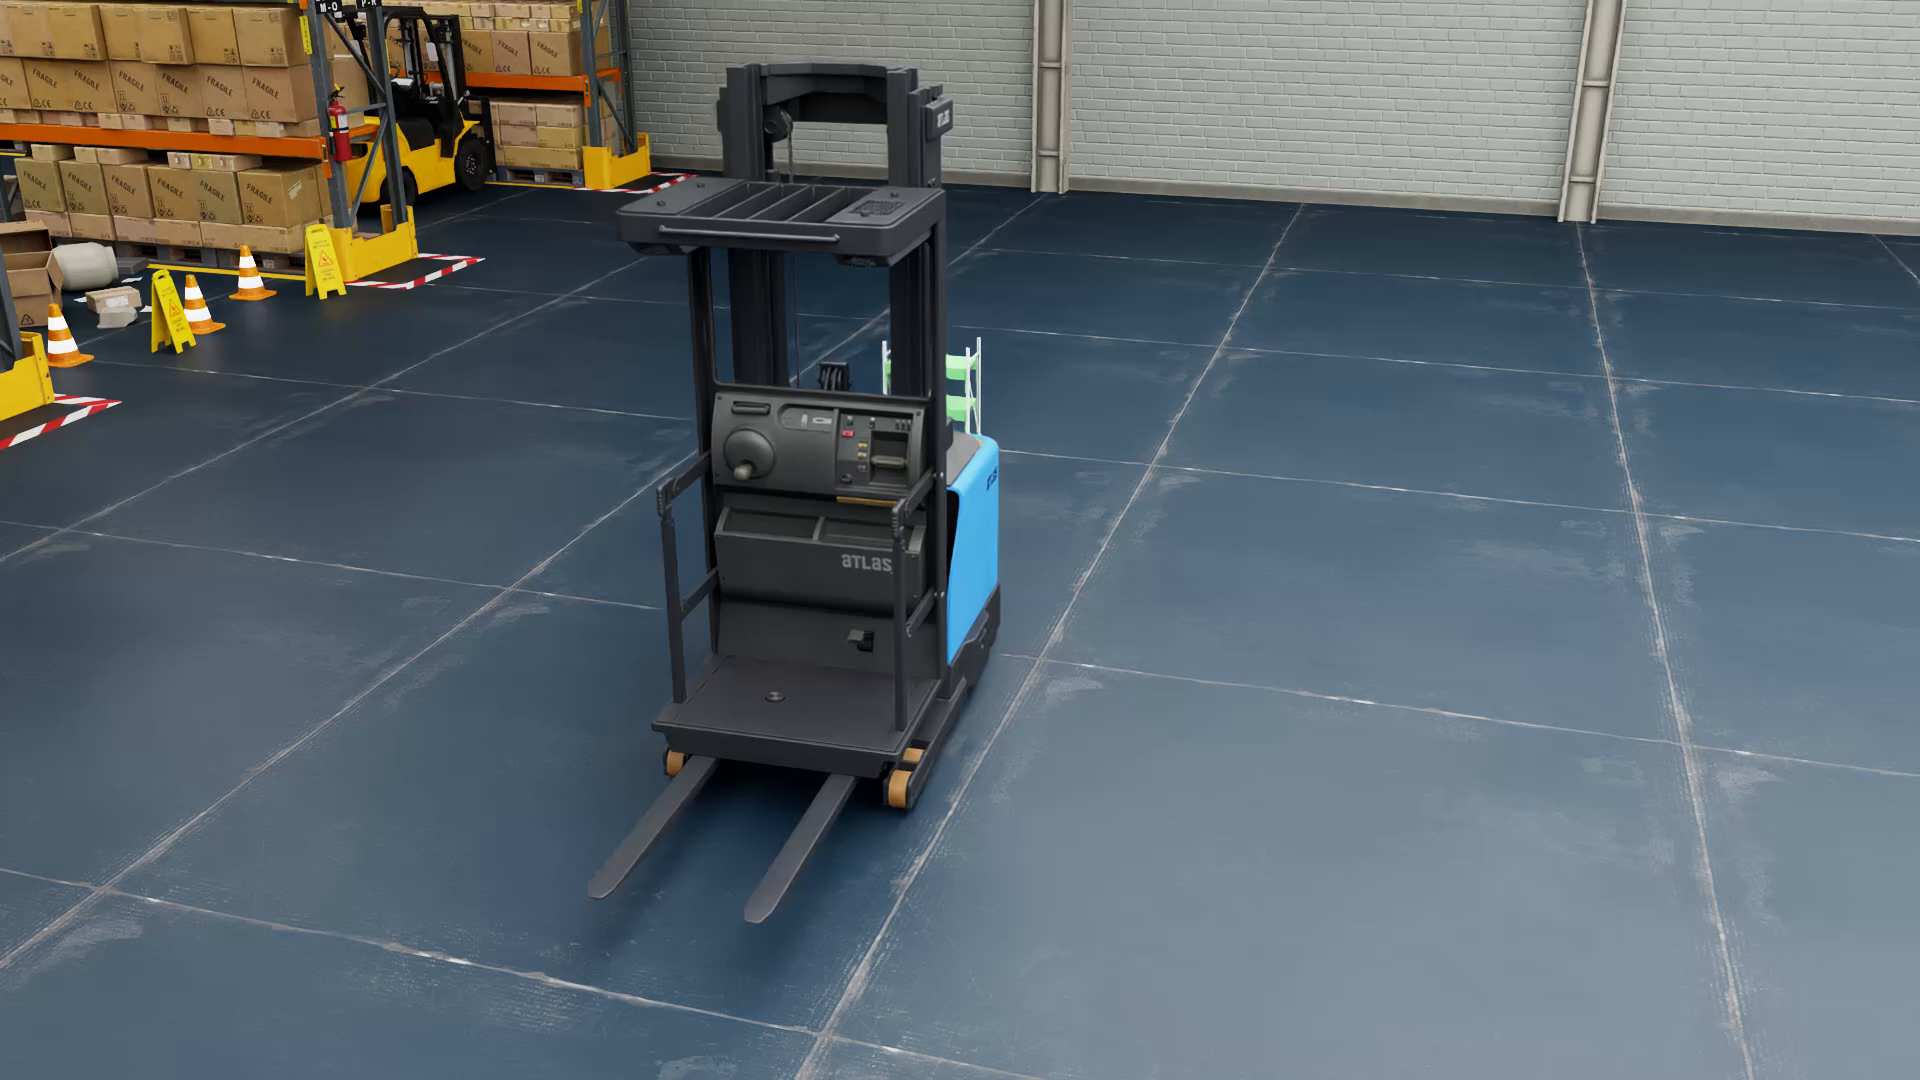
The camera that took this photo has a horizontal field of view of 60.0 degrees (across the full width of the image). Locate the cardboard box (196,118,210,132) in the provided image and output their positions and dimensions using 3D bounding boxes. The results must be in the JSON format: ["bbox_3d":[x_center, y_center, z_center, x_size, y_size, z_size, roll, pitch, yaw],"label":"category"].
[{"bbox_3d":[-7.080,-4.012,15.929,0.250,0.149,0.380,7,23,16],"label":"cardboard box"}]

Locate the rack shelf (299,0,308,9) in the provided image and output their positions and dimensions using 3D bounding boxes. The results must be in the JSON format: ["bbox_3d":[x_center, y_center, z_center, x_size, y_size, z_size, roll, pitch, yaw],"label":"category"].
[{"bbox_3d":[-7.601,-5.319,15.781,4.000,0.370,1.077,7,23,16],"label":"rack shelf"}]

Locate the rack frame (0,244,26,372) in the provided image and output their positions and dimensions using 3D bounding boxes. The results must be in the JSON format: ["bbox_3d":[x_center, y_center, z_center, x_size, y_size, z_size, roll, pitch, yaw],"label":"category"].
[{"bbox_3d":[-7.020,-2.236,11.268,0.127,3.000,1.000,7,23,16],"label":"rack frame"}]

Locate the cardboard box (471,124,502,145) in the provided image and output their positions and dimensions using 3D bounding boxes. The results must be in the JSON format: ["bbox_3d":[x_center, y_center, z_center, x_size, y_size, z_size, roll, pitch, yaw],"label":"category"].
[{"bbox_3d":[-5.790,-5.050,20.540,0.500,0.250,0.500,6,23,14],"label":"cardboard box"}]

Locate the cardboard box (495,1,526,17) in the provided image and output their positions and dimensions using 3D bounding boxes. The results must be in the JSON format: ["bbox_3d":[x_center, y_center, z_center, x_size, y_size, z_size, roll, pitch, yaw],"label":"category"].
[{"bbox_3d":[-5.380,-6.385,20.004,0.250,0.149,0.380,7,23,16],"label":"cardboard box"}]

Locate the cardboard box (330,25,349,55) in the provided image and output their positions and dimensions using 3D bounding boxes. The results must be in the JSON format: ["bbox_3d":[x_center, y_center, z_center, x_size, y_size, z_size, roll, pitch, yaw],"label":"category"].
[{"bbox_3d":[-7.736,-6.190,20.777,0.500,0.500,0.500,6,23,14],"label":"cardboard box"}]

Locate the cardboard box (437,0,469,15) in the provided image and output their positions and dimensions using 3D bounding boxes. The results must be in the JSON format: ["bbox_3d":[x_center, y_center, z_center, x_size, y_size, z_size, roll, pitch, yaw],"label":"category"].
[{"bbox_3d":[-6.130,-6.462,20.192,0.250,0.149,0.380,7,23,16],"label":"cardboard box"}]

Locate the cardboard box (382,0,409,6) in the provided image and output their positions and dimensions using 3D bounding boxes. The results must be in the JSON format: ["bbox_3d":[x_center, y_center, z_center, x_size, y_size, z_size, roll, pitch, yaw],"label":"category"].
[{"bbox_3d":[-6.870,-6.524,20.344,0.250,0.149,0.380,6,23,15],"label":"cardboard box"}]

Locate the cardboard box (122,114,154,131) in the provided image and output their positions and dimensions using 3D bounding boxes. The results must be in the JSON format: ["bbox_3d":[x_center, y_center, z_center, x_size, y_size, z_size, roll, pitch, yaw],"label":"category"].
[{"bbox_3d":[-7.836,-4.055,16.035,0.250,0.149,0.380,6,23,15],"label":"cardboard box"}]

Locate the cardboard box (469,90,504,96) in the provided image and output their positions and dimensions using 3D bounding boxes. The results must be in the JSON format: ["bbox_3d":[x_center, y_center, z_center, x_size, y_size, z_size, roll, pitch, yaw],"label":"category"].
[{"bbox_3d":[-6.105,-5.526,21.042,0.500,0.250,0.500,6,23,14],"label":"cardboard box"}]

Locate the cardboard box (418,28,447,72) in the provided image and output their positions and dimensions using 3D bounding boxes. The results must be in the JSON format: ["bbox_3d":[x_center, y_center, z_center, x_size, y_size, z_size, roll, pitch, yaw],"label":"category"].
[{"bbox_3d":[-6.272,-6.021,20.365,0.500,0.500,0.500,7,23,16],"label":"cardboard box"}]

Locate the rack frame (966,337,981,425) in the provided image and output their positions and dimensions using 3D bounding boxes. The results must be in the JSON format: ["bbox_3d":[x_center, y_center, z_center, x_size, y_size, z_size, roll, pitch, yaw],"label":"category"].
[{"bbox_3d":[0.075,-0.547,9.521,0.015,1.200,0.240,7,23,16],"label":"rack frame"}]

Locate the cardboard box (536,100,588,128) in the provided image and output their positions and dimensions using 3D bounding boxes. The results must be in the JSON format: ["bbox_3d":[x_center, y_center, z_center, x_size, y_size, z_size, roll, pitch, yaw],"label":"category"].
[{"bbox_3d":[-4.787,-5.171,20.176,0.500,0.250,0.500,7,23,17],"label":"cardboard box"}]

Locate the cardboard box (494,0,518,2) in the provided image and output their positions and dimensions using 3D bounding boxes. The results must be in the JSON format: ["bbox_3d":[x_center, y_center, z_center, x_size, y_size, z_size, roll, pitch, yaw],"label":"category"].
[{"bbox_3d":[-5.506,-6.565,20.443,0.250,0.149,0.380,7,23,17],"label":"cardboard box"}]

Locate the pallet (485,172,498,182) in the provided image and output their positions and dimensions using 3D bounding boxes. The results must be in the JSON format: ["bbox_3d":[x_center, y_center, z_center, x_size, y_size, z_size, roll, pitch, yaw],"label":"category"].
[{"bbox_3d":[-6.165,-4.762,21.101,1.213,0.211,1.003,7,23,15],"label":"pallet"}]

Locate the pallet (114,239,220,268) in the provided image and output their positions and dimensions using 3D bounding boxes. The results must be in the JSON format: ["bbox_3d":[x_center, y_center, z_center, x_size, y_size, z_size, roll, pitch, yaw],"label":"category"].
[{"bbox_3d":[-7.691,-3.000,16.805,1.213,0.211,1.003,7,23,16],"label":"pallet"}]

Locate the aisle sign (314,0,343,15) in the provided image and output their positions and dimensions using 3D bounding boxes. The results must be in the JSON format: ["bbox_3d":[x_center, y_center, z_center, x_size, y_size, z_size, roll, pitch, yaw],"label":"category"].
[{"bbox_3d":[-5.711,-5.136,14.913,0.004,0.787,0.394,7,23,16],"label":"aisle sign"}]

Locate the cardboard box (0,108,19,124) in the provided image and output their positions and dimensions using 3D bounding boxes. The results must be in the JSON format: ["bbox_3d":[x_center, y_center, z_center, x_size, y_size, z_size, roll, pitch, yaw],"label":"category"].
[{"bbox_3d":[-9.307,-4.216,16.428,0.250,0.149,0.380,6,23,15],"label":"cardboard box"}]

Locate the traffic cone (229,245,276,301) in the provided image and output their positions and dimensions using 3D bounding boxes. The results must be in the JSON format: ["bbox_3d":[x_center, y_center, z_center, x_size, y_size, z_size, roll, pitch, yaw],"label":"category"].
[{"bbox_3d":[-6.471,-2.450,15.133,0.334,0.463,0.336,7,23,16],"label":"traffic cone"}]

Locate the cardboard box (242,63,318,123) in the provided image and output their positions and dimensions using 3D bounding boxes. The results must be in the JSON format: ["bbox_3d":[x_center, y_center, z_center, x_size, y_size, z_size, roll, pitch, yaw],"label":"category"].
[{"bbox_3d":[-6.286,-4.189,15.505,0.500,0.500,0.500,6,23,15],"label":"cardboard box"}]

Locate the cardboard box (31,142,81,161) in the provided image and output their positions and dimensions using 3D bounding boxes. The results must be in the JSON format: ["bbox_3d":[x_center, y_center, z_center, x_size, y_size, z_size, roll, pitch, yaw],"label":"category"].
[{"bbox_3d":[-8.927,-3.855,16.442,0.250,0.149,0.380,7,23,16],"label":"cardboard box"}]

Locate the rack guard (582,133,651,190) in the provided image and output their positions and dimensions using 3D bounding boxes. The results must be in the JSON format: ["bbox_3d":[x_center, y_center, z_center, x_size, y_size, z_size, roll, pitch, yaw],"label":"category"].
[{"bbox_3d":[-4.233,-4.690,20.545,0.348,0.500,1.175,7,23,16],"label":"rack guard"}]

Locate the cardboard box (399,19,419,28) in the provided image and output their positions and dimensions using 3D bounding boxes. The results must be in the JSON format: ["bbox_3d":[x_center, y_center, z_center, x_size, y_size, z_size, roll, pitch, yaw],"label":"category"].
[{"bbox_3d":[-6.639,-6.353,20.318,0.250,0.149,0.380,6,23,14],"label":"cardboard box"}]

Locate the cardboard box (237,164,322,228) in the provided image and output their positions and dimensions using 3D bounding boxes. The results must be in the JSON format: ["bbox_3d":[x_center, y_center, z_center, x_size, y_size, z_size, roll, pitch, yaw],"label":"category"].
[{"bbox_3d":[-6.529,-3.307,15.962,0.500,0.500,0.500,7,23,16],"label":"cardboard box"}]

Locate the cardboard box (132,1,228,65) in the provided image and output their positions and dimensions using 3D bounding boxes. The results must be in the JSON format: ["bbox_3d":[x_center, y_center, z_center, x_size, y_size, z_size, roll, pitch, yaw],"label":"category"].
[{"bbox_3d":[-7.239,-4.745,15.544,0.500,0.500,0.700,6,23,15],"label":"cardboard box"}]

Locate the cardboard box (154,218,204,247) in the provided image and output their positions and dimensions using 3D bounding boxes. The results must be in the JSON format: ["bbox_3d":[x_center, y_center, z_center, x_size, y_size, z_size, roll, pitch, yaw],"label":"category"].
[{"bbox_3d":[-7.534,-3.073,16.380,0.500,0.250,0.500,6,23,14],"label":"cardboard box"}]

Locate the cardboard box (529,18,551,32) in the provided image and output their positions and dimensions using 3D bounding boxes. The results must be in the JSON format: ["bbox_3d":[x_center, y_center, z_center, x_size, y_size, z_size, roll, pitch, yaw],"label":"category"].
[{"bbox_3d":[-4.922,-6.149,19.821,0.250,0.149,0.380,7,23,16],"label":"cardboard box"}]

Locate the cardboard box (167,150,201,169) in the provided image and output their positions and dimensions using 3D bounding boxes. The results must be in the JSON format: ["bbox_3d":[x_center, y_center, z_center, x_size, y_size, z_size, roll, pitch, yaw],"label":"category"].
[{"bbox_3d":[-7.391,-3.682,16.020,0.250,0.149,0.380,8,23,18],"label":"cardboard box"}]

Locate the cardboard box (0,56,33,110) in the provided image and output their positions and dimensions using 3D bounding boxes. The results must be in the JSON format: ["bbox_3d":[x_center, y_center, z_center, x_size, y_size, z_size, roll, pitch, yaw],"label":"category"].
[{"bbox_3d":[-9.175,-4.518,16.308,0.500,0.500,0.500,6,23,15],"label":"cardboard box"}]

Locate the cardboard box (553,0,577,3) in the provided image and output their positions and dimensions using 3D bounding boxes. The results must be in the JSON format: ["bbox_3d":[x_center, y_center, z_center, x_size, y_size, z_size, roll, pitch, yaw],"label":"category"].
[{"bbox_3d":[-4.752,-6.499,20.284,0.250,0.149,0.380,7,23,17],"label":"cardboard box"}]

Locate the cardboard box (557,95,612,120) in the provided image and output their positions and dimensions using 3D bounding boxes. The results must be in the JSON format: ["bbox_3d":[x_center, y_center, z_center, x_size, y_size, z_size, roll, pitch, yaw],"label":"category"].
[{"bbox_3d":[-4.662,-5.355,20.625,0.500,0.250,0.500,6,23,15],"label":"cardboard box"}]

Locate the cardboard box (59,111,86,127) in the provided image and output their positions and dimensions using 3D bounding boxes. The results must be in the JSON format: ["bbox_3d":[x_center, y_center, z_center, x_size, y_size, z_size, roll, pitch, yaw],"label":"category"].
[{"bbox_3d":[-8.560,-4.150,16.265,0.250,0.149,0.380,7,23,17],"label":"cardboard box"}]

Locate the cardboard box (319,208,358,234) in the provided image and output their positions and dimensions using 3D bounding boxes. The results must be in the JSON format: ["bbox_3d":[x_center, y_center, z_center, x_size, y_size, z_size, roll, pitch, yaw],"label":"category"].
[{"bbox_3d":[-6.379,-3.156,16.582,0.500,0.250,0.500,6,23,15],"label":"cardboard box"}]

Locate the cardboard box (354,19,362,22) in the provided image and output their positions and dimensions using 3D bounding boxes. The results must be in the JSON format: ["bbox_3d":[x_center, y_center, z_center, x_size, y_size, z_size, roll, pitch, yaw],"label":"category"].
[{"bbox_3d":[-7.351,-6.457,20.573,0.250,0.149,0.380,6,23,15],"label":"cardboard box"}]

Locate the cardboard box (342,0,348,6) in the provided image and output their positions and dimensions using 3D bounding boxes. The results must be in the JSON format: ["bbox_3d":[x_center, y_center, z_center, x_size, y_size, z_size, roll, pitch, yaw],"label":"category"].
[{"bbox_3d":[-7.585,-6.639,20.625,0.250,0.149,0.380,7,23,16],"label":"cardboard box"}]

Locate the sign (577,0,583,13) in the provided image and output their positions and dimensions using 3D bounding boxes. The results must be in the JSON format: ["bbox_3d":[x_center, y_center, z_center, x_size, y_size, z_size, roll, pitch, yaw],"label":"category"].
[{"bbox_3d":[-4.426,-6.299,19.335,0.005,0.325,0.100,7,23,16],"label":"sign"}]

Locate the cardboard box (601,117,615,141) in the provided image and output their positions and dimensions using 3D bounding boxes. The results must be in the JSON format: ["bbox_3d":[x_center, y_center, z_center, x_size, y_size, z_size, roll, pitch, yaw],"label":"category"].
[{"bbox_3d":[-4.646,-5.130,20.734,0.500,0.250,0.500,7,23,16],"label":"cardboard box"}]

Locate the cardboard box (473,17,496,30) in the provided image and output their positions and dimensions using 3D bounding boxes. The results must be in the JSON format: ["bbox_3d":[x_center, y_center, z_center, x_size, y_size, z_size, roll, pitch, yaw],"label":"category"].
[{"bbox_3d":[-5.656,-6.243,20.051,0.250,0.149,0.380,6,23,14],"label":"cardboard box"}]

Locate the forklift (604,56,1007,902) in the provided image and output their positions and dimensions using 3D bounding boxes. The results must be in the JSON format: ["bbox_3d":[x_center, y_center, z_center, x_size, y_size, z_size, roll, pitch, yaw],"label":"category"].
[{"bbox_3d":[-0.622,-0.435,6.968,1.130,2.935,3.031,6,23,13],"label":"forklift"}]

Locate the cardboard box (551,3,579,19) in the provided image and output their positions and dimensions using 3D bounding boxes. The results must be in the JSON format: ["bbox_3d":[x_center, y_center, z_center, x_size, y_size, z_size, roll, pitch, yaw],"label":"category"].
[{"bbox_3d":[-4.660,-6.296,19.787,0.250,0.149,0.380,7,23,16],"label":"cardboard box"}]

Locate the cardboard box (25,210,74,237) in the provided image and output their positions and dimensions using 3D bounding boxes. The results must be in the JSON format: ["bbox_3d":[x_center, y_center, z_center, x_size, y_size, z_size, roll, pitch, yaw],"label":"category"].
[{"bbox_3d":[-9.029,-3.243,16.794,0.500,0.250,0.500,5,23,13],"label":"cardboard box"}]

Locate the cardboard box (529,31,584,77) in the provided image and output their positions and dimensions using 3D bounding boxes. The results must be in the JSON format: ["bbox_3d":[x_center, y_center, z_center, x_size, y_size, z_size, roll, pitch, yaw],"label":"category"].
[{"bbox_3d":[-4.803,-5.854,19.957,0.500,0.500,0.500,6,23,14],"label":"cardboard box"}]

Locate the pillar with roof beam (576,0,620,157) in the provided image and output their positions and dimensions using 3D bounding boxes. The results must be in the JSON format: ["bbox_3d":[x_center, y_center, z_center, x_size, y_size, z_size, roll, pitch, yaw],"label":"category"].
[{"bbox_3d":[-5.906,-7.464,16.110,0.400,9.000,9.100,7,23,16],"label":"pillar with roof beam"}]

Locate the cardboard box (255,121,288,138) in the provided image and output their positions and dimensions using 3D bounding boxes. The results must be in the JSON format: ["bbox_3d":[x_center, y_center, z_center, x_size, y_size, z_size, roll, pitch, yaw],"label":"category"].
[{"bbox_3d":[-6.381,-3.880,15.607,0.250,0.149,0.380,6,23,15],"label":"cardboard box"}]

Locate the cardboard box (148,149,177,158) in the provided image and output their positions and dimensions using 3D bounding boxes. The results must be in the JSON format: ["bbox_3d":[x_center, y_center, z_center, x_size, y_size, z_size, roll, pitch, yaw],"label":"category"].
[{"bbox_3d":[-7.896,-3.675,16.858,0.500,0.500,0.500,8,24,18],"label":"cardboard box"}]

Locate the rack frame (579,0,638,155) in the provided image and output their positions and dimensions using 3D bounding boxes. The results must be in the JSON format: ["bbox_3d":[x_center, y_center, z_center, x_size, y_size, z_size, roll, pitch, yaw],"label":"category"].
[{"bbox_3d":[-4.256,-5.849,20.077,0.127,3.000,1.000,7,23,16],"label":"rack frame"}]

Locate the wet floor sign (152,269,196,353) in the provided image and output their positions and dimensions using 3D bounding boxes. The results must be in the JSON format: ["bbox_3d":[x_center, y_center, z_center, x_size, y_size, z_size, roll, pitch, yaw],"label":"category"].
[{"bbox_3d":[-6.420,-1.863,13.461,0.232,0.644,0.267,3,22,6],"label":"wet floor sign"}]

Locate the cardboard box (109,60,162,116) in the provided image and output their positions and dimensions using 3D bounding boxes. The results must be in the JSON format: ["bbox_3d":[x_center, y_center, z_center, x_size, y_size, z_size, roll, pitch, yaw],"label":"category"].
[{"bbox_3d":[-7.721,-4.364,15.932,0.500,0.500,0.500,7,23,16],"label":"cardboard box"}]

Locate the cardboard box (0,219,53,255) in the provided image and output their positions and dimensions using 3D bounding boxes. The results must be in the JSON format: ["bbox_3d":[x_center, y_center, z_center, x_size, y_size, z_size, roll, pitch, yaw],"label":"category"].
[{"bbox_3d":[-8.883,-2.717,15.731,0.500,0.500,0.500,-14,26,-30],"label":"cardboard box"}]

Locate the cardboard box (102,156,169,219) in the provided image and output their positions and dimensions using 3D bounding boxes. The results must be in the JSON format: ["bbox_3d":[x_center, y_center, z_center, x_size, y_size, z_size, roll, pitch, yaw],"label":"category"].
[{"bbox_3d":[-8.017,-3.478,16.379,0.500,0.500,0.500,8,24,18],"label":"cardboard box"}]

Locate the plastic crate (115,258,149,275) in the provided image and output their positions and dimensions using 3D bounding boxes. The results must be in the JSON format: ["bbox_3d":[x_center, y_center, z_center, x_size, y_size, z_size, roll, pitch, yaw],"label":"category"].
[{"bbox_3d":[-8.250,-2.663,16.156,0.583,0.080,0.402,-1,22,-3],"label":"plastic crate"}]

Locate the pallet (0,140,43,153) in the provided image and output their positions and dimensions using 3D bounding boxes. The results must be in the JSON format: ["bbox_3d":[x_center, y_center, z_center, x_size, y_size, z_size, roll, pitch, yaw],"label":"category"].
[{"bbox_3d":[-12.619,-5.532,22.977,1.213,0.211,1.003,7,23,16],"label":"pallet"}]

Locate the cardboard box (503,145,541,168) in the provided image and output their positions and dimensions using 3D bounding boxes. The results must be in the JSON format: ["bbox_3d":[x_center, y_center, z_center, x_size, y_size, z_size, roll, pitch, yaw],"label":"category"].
[{"bbox_3d":[-5.271,-4.766,20.506,0.500,0.250,0.500,7,23,15],"label":"cardboard box"}]

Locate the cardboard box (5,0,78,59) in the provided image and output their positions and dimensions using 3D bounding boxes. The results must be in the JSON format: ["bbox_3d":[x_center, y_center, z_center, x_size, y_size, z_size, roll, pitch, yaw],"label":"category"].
[{"bbox_3d":[-8.675,-4.939,16.018,0.500,0.500,0.700,7,23,16],"label":"cardboard box"}]

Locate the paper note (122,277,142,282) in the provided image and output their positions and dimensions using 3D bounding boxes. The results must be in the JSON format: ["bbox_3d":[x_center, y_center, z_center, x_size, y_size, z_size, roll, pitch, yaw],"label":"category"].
[{"bbox_3d":[-7.843,-2.469,15.748,0.148,0.019,0.142,-1,22,-3],"label":"paper note"}]

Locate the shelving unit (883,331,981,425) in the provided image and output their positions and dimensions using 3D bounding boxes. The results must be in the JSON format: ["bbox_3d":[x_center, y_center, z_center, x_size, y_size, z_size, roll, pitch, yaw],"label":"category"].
[{"bbox_3d":[-0.158,-0.573,9.587,0.503,1.200,0.258,7,23,16],"label":"shelving unit"}]
